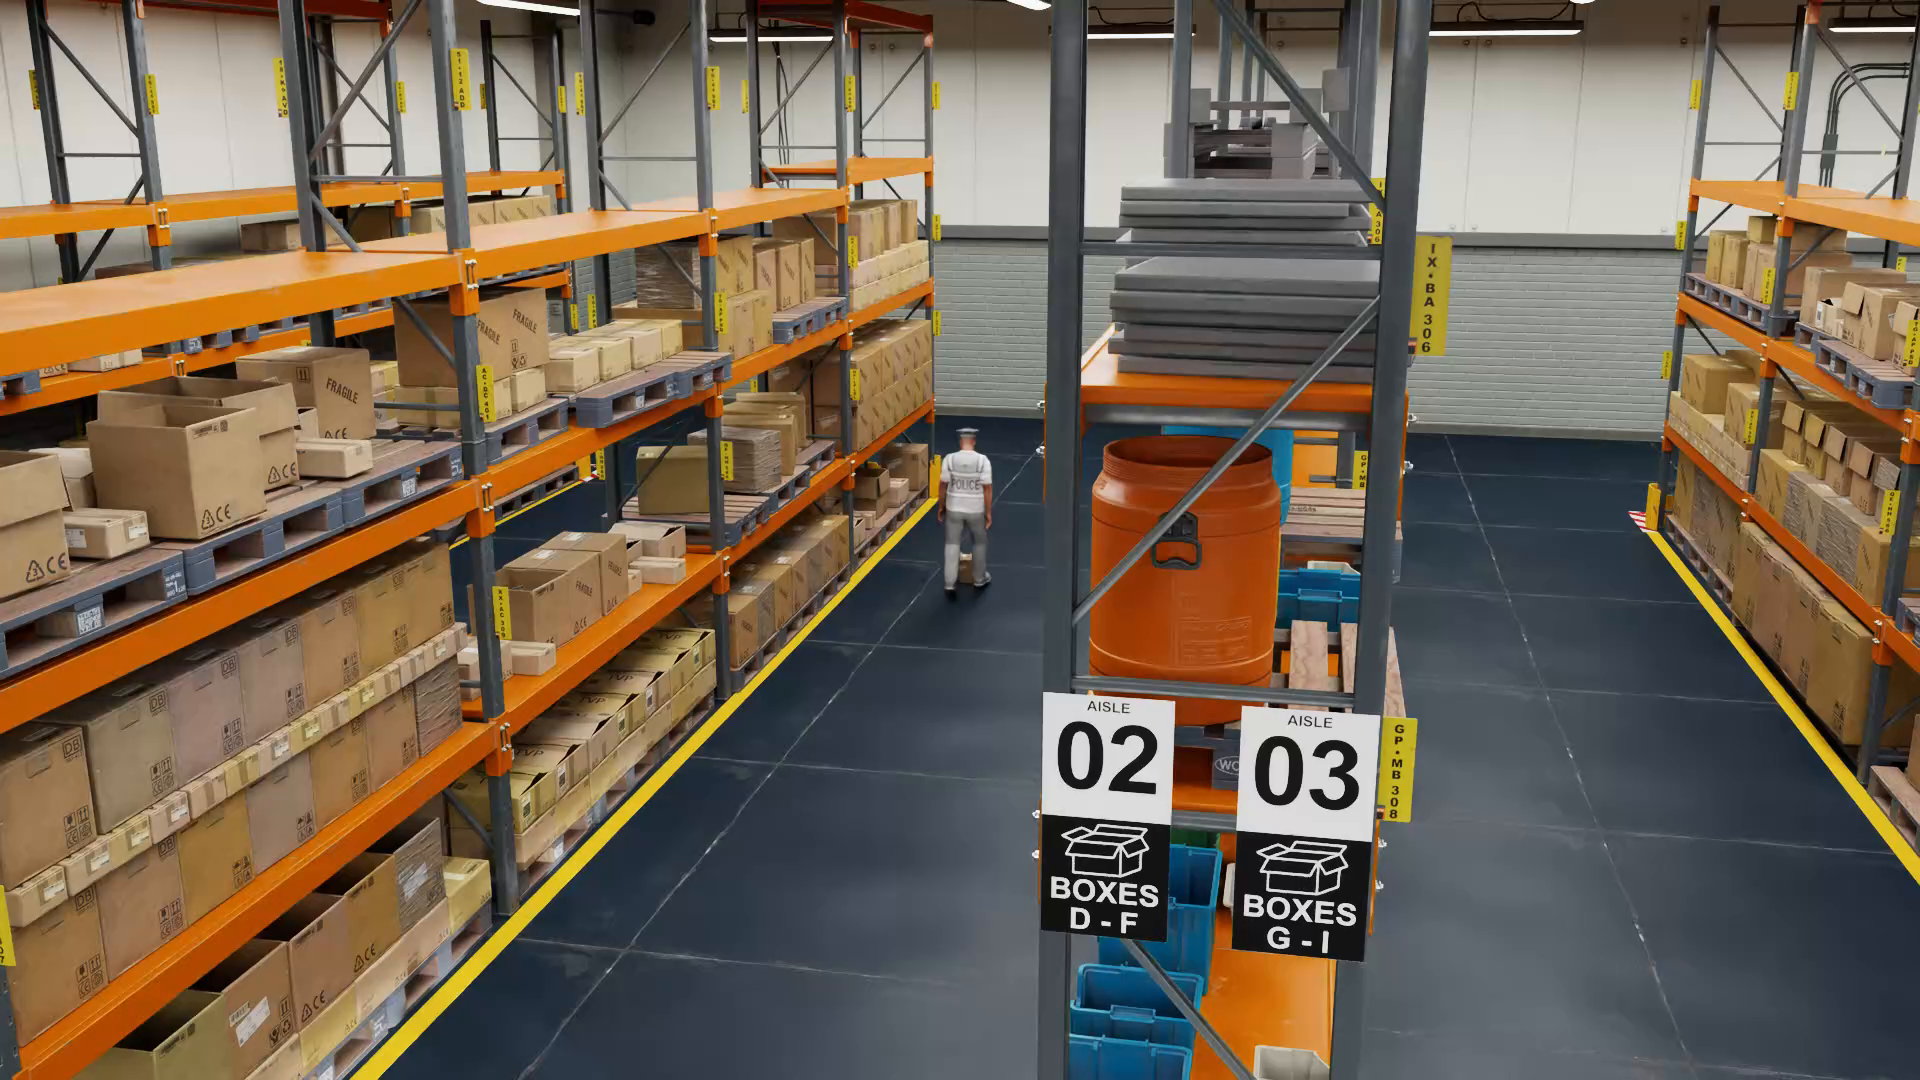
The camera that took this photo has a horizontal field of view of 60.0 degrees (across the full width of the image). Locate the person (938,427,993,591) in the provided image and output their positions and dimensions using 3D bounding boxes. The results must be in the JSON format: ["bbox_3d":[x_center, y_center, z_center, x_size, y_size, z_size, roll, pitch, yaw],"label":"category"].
[{"bbox_3d":[0.061,-0.328,17.225,0.581,1.717,0.771,2,15,7],"label":"person"}]
